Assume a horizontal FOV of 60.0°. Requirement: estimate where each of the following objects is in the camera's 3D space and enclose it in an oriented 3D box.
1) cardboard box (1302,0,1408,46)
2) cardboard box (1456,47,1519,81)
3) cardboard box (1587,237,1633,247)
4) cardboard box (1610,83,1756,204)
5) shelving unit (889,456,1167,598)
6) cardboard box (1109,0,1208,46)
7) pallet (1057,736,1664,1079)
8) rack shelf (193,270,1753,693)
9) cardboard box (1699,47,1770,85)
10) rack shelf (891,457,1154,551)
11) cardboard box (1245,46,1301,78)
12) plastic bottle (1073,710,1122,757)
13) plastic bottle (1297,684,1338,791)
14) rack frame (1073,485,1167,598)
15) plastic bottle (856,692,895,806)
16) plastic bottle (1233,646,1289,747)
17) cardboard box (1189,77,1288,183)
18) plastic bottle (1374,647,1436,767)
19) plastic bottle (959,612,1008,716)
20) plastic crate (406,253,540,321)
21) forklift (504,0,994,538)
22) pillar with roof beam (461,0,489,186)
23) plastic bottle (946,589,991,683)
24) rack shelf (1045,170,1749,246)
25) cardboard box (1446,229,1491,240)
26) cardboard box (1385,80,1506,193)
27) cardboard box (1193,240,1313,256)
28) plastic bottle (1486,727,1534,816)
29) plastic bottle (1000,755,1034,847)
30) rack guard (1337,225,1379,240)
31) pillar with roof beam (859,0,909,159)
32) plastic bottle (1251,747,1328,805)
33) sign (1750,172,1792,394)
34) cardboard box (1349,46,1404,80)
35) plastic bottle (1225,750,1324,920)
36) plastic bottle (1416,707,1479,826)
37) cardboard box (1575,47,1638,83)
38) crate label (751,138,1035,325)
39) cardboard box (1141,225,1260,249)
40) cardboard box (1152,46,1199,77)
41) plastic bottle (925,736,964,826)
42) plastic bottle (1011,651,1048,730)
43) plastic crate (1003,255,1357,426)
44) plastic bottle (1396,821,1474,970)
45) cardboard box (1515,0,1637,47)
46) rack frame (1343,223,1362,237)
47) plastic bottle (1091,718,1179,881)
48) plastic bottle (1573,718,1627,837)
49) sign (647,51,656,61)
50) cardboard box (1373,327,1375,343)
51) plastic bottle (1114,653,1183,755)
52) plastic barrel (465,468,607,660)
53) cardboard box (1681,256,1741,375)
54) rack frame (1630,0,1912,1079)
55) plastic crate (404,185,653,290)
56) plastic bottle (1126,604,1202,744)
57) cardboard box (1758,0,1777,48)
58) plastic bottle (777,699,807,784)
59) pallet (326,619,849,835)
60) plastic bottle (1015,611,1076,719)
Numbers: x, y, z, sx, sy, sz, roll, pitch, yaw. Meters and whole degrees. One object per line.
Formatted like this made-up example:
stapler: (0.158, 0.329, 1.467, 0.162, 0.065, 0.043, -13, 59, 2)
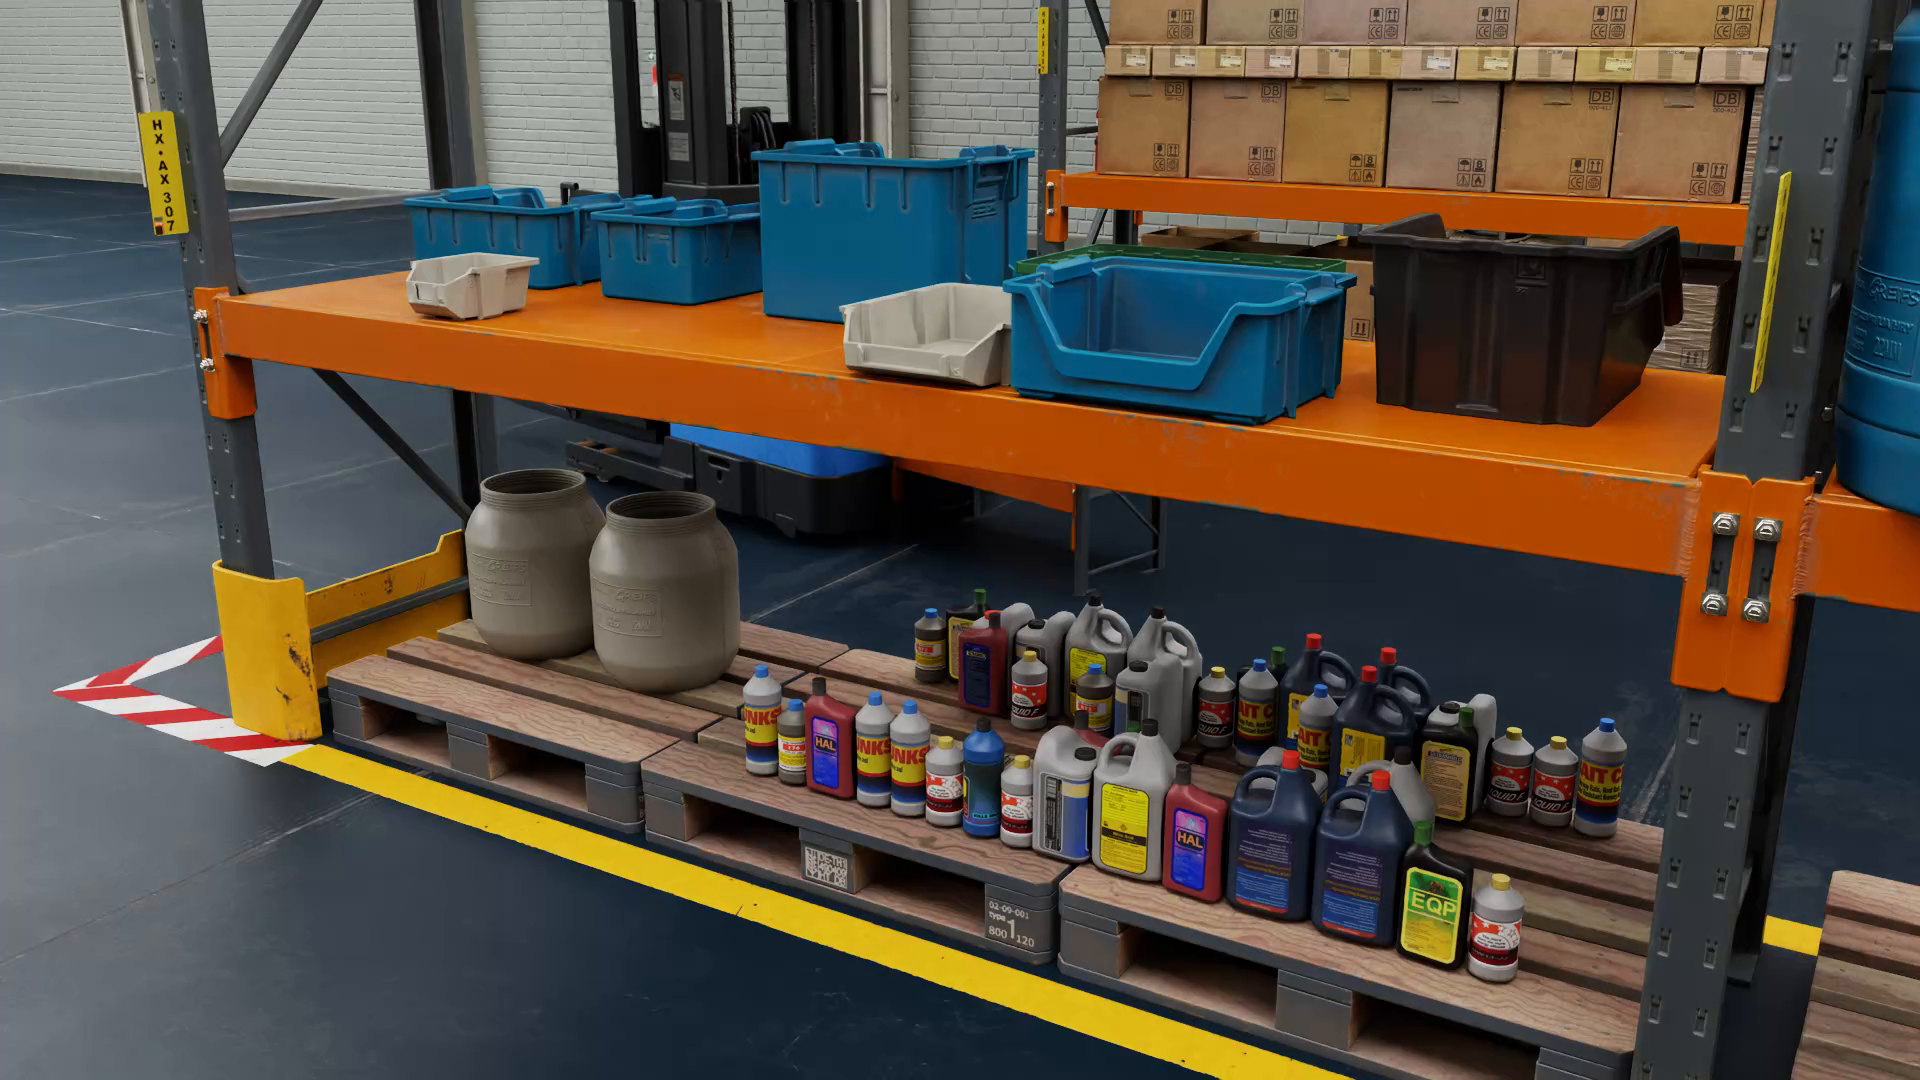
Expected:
cardboard box: (2.036, -2.659, 8.069, 0.500, 0.500, 0.700, 10, 20, 30)
cardboard box: (2.474, -2.199, 7.671, 0.250, 0.149, 0.380, 11, 20, 32)
cardboard box: (4.935, -2.131, 12.280, 0.500, 0.500, 0.700, 9, 19, 27)
cardboard box: (3.293, -1.812, 7.512, 0.500, 0.500, 0.700, 10, 20, 29)
shelving unit: (0.255, -0.482, 6.532, 0.538, 1.125, 1.048, -16, 23, -42)
cardboard box: (1.155, -2.814, 8.580, 0.500, 0.500, 0.700, 10, 20, 30)
pallet: (0.981, 0.829, 3.790, 1.213, 0.211, 1.003, 10, 20, 30)
rack shelf: (-0.173, -0.353, 4.120, 4.000, 0.370, 1.077, 10, 20, 30)
cardboard box: (3.349, -2.043, 7.158, 0.250, 0.149, 0.380, 9, 19, 28)
rack shelf: (0.255, -0.248, 6.603, 0.538, 0.278, 1.000, -16, 23, -42)
cardboard box: (1.592, -2.356, 8.189, 0.250, 0.149, 0.380, 10, 19, 29)
plastic bottle: (0.312, 0.539, 3.862, 0.133, 0.283, 0.061, 10, 20, 30)
plastic bottle: (0.874, 0.484, 4.063, 0.097, 0.271, 0.097, 0, 17, 0)
rack frame: (0.611, -0.376, 6.184, 0.500, 1.125, 0.032, -16, 23, -42)
plastic bottle: (-0.203, 0.499, 4.016, 0.097, 0.271, 0.097, 0, 17, 0)
plastic bottle: (0.781, 0.407, 4.298, 0.133, 0.283, 0.061, 11, 20, 32)
cardboard box: (1.560, -2.123, 8.536, 0.500, 0.500, 0.700, 11, 20, 31)
plastic bottle: (1.061, 0.438, 4.078, 0.185, 0.351, 0.144, 11, 20, 32)
plastic bottle: (0.063, 0.330, 4.550, 0.133, 0.283, 0.061, 10, 20, 30)
plastic crate: (-1.283, -0.659, 4.345, 0.250, 0.136, 0.298, 10, 20, 30)
forklift: (-1.225, -1.760, 7.632, 1.130, 2.935, 3.031, -16, 23, -42)
pillar with roof beam: (-8.121, -7.192, 15.076, 0.400, 9.000, 9.100, 10, 20, 30)
plastic bottle: (0.027, 0.272, 4.742, 0.133, 0.283, 0.061, 11, 20, 31)
rack shelf: (2.423, -1.579, 8.157, 4.000, 0.370, 1.077, 10, 20, 30)
cardboard box: (3.850, -2.251, 13.002, 0.500, 0.311, 0.500, 8, 19, 24)
cardboard box: (2.430, -1.966, 8.022, 0.500, 0.500, 0.700, 11, 20, 32)
cardboard box: (1.486, -1.259, 8.585, 0.500, 0.500, 0.500, 10, 20, 30)
plastic bottle: (1.316, 0.548, 3.976, 0.097, 0.201, 0.097, 0, 17, 0)
plastic bottle: (0.142, 0.594, 3.823, 0.097, 0.201, 0.097, 0, 17, 0)
rack guard: (3.373, -2.247, 13.420, 0.348, 0.500, 1.175, 10, 20, 30)
pillar with roof beam: (-3.009, -6.280, 12.072, 0.400, 9.000, 9.100, 10, 20, 30)
plastic bottle: (0.725, 0.604, 3.663, 0.135, 0.276, 0.152, 10, 20, 30)
sign: (1.234, -0.391, 2.531, 0.005, 0.325, 0.100, 10, 20, 30)
cardboard box: (2.039, -2.277, 7.930, 0.250, 0.149, 0.380, 10, 19, 29)
plastic bottle: (0.668, 0.608, 3.519, 0.185, 0.351, 0.144, 9, 19, 27)
plastic bottle: (1.144, 0.523, 3.914, 0.133, 0.283, 0.061, 10, 20, 30)
cardboard box: (2.917, -2.121, 7.414, 0.250, 0.149, 0.380, 10, 20, 30)
crate label: (-0.167, -0.805, 4.311, 0.616, 0.435, 0.502, 10, 20, 30)
cardboard box: (1.331, -1.464, 9.257, 0.500, 0.500, 0.500, 10, 20, 30)
cardboard box: (1.167, -2.433, 8.443, 0.250, 0.149, 0.380, 10, 19, 29)
plastic bottle: (-0.033, 0.562, 3.926, 0.097, 0.201, 0.097, 0, 17, 0)
plastic bottle: (0.187, 0.398, 4.468, 0.097, 0.201, 0.097, 0, 17, 0)
plastic crate: (0.446, -0.423, 3.368, 0.616, 0.251, 0.499, 10, 20, 30)
plastic bottle: (0.949, 0.705, 3.317, 0.133, 0.283, 0.061, 11, 20, 33)
cardboard box: (2.888, -2.507, 7.568, 0.500, 0.500, 0.700, 10, 20, 30)
rack frame: (3.308, -3.455, 13.095, 0.127, 3.000, 1.000, 10, 20, 30)
plastic bottle: (0.393, 0.559, 3.680, 0.185, 0.351, 0.144, 10, 20, 30)
plastic bottle: (1.489, 0.545, 3.864, 0.097, 0.271, 0.097, 0, 17, 0)
sign: (-3.259, -5.238, 17.992, 0.331, 0.109, 0.001, 10, 20, 30)
cardboard box: (2.336, -1.106, 8.080, 0.500, 0.500, 0.500, 10, 20, 30)
plastic bottle: (0.482, 0.421, 4.262, 0.135, 0.276, 0.152, 10, 20, 30)
plastic barrel: (-1.276, 0.069, 5.050, 0.421, 0.512, 0.421, 0, 17, 0)
cardboard box: (3.466, -1.085, 8.012, 0.500, 0.500, 0.500, 10, 20, 30)
rack frame: (1.532, -0.393, 3.014, 0.127, 3.000, 1.000, 10, 20, 30)
plastic crate: (-1.294, -0.928, 5.032, 0.616, 0.251, 0.499, 10, 20, 30)
plastic bottle: (0.538, 0.345, 4.385, 0.185, 0.351, 0.144, 10, 20, 30)
cardboard box: (3.746, -2.354, 7.065, 0.500, 0.500, 0.700, 10, 20, 30)
plastic bottle: (-0.407, 0.496, 4.146, 0.097, 0.201, 0.097, 0, 17, 0)
pallet: (-1.098, 0.458, 5.011, 1.213, 0.211, 1.003, 10, 20, 30)
plastic bottle: (0.236, 0.328, 4.569, 0.135, 0.276, 0.152, 10, 19, 29)
